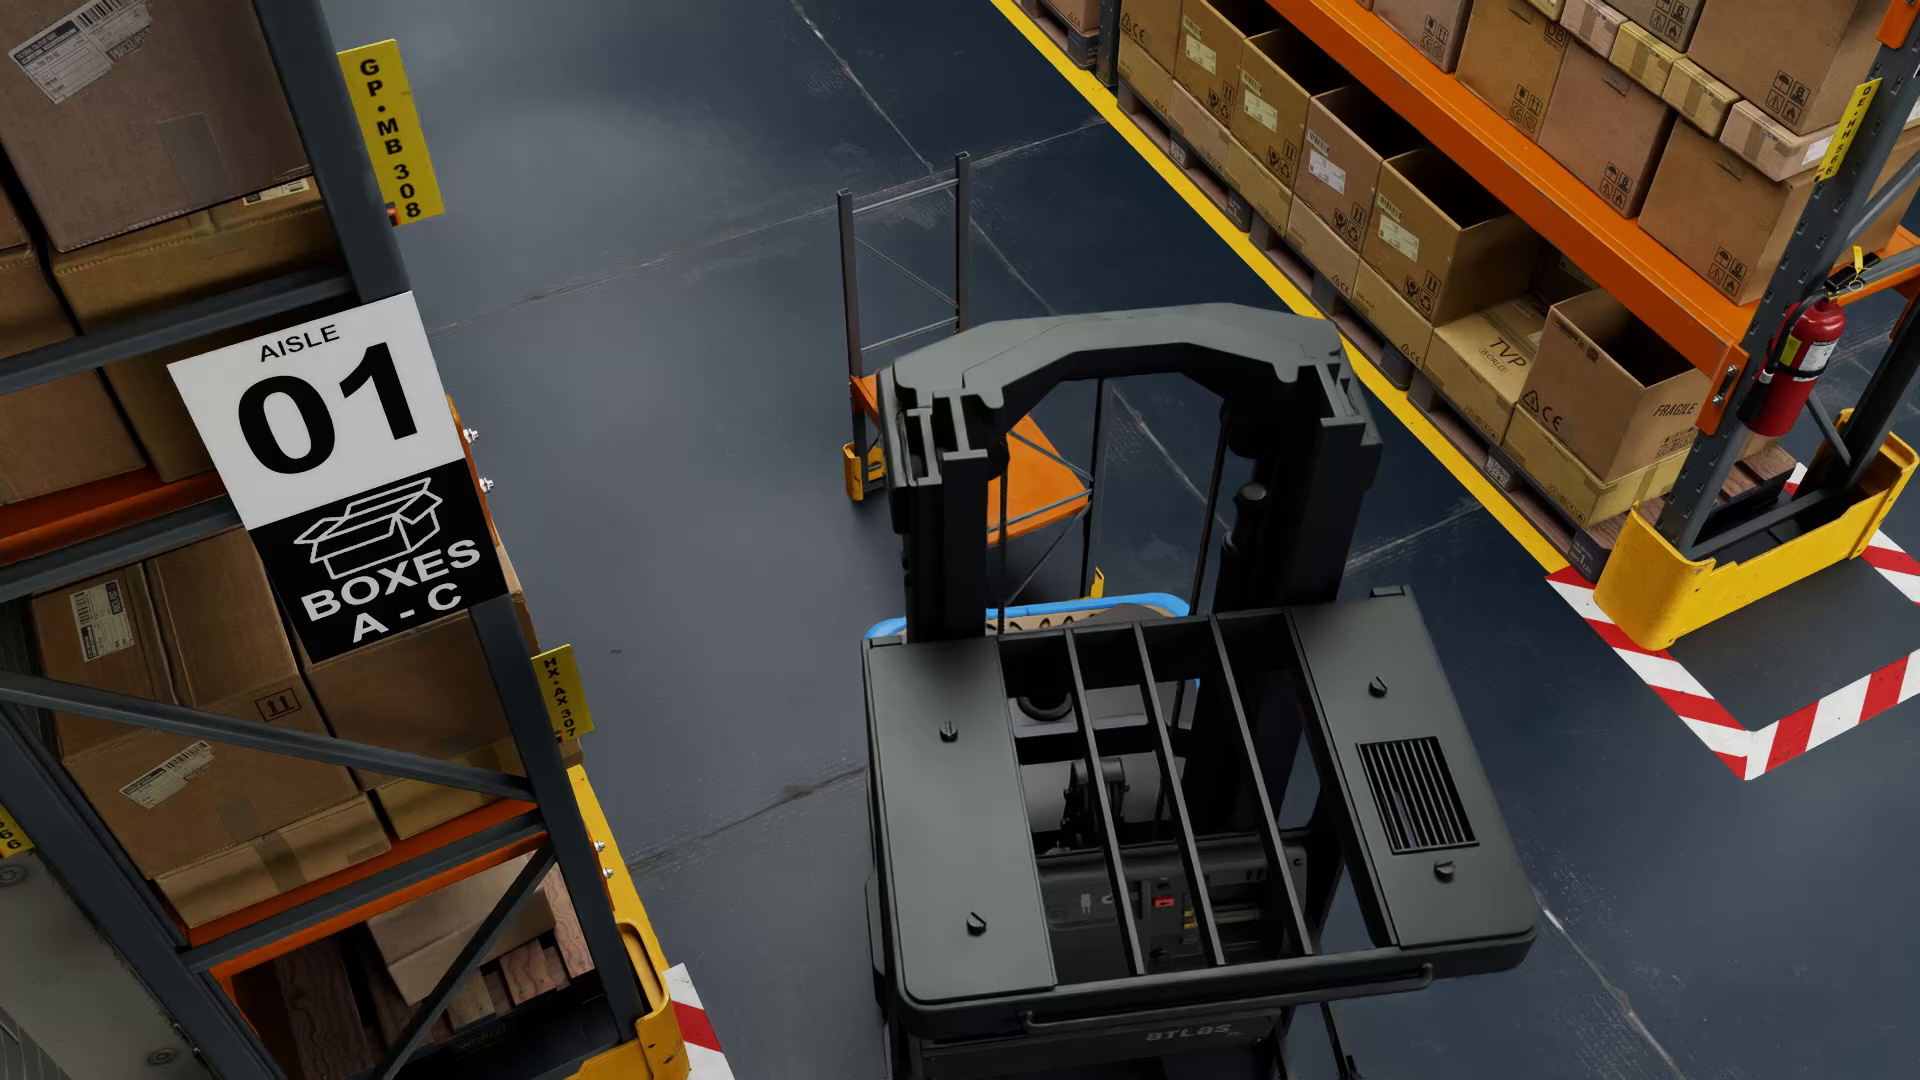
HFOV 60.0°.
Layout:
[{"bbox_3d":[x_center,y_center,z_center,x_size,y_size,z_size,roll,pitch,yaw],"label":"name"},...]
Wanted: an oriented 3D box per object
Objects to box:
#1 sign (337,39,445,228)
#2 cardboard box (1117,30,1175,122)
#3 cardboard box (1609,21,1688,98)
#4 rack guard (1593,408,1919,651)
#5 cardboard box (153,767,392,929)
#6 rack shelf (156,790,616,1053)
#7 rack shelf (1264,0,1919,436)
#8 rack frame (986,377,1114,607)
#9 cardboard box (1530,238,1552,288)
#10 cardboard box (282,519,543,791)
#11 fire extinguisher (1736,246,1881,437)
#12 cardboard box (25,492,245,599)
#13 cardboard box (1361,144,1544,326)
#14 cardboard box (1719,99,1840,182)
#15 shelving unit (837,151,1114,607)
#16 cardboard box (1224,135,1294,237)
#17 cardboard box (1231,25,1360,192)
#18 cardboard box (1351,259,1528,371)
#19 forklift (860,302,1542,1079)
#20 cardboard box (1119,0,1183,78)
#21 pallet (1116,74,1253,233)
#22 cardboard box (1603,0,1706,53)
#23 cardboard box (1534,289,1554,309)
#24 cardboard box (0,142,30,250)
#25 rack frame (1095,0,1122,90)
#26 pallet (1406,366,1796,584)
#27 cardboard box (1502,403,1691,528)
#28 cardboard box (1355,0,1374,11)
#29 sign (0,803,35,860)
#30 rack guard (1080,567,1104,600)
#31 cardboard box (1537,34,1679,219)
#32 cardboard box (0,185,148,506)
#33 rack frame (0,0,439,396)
[{"bbox_3d":[-0.902,-0.637,2.633,0.100,0.325,0.005,-21,52,-18],"label":"sign"},{"bbox_3d":[1.130,-2.379,8.278,0.500,0.250,0.500,-21,52,-18],"label":"cardboard box"},{"bbox_3d":[2.436,-1.666,5.609,0.380,0.149,0.250,-22,52,-18],"label":"cardboard box"},{"bbox_3d":[3.029,-0.044,6.349,1.175,0.500,0.348,-21,52,-18],"label":"rack guard"},{"bbox_3d":[-1.771,0.622,4.192,0.500,0.250,0.500,-20,52,-17],"label":"cardboard box"},{"bbox_3d":[-2.300,-0.276,5.369,1.077,0.370,4.000,-21,52,-18],"label":"rack shelf"},{"bbox_3d":[2.103,-1.985,6.864,1.077,0.370,4.000,-21,52,-18],"label":"rack shelf"},{"bbox_3d":[0.272,-0.096,5.731,0.500,1.500,0.032,-21,52,-18],"label":"rack frame"},{"bbox_3d":[2.500,-1.463,6.979,0.500,0.500,0.500,-21,52,-18],"label":"cardboard box"},{"bbox_3d":[-1.336,0.198,4.065,0.500,0.500,0.500,-21,52,-17],"label":"cardboard box"},{"bbox_3d":[2.659,-0.619,5.242,0.296,0.674,0.183,-21,52,-18],"label":"fire extinguisher"},{"bbox_3d":[-2.011,0.039,4.204,0.500,0.500,0.500,-21,52,-17],"label":"cardboard box"},{"bbox_3d":[2.037,-1.284,6.822,0.500,0.500,0.500,-21,52,-18],"label":"cardboard box"},{"bbox_3d":[2.674,-1.320,5.307,0.380,0.149,0.250,-22,52,-18],"label":"cardboard box"},{"bbox_3d":[0.035,-0.443,6.033,0.587,1.500,1.083,-21,52,-18],"label":"shelving unit"},{"bbox_3d":[1.579,-1.706,7.690,0.500,0.250,0.500,-21,52,-18],"label":"cardboard box"},{"bbox_3d":[1.579,-1.953,7.408,0.500,0.500,0.500,-21,52,-18],"label":"cardboard box"},{"bbox_3d":[2.040,-1.038,7.106,0.500,0.250,0.500,-21,52,-18],"label":"cardboard box"},{"bbox_3d":[0.385,1.042,3.784,1.130,2.935,3.031,-5,49,-5],"label":"forklift"},{"bbox_3d":[1.121,-2.622,7.993,0.500,0.500,0.500,-21,52,-18],"label":"cardboard box"},{"bbox_3d":[1.514,-2.096,8.335,1.003,0.211,1.213,-21,52,-18],"label":"pallet"},{"bbox_3d":[2.546,-2.046,5.511,0.700,0.500,0.500,-22,53,-18],"label":"cardboard box"},{"bbox_3d":[2.738,-0.885,6.972,0.500,0.250,0.500,-21,52,-18],"label":"cardboard box"},{"bbox_3d":[-1.815,-0.729,2.551,0.500,0.500,0.500,-19,52,-16],"label":"cardboard box"},{"bbox_3d":[1.188,-3.561,7.764,1.000,3.000,0.127,-21,52,-18],"label":"rack frame"},{"bbox_3d":[2.631,-0.463,6.907,1.003,0.211,1.213,-21,52,-18],"label":"pallet"},{"bbox_3d":[2.510,-0.374,6.524,0.500,0.250,0.500,-21,52,-18],"label":"cardboard box"},{"bbox_3d":[1.870,-2.611,6.867,0.700,0.500,0.500,-20,52,-17],"label":"cardboard box"},{"bbox_3d":[-1.888,0.518,3.218,0.100,0.325,0.005,-21,52,-18],"label":"sign"},{"bbox_3d":[0.263,0.302,6.212,0.587,0.250,0.087,-21,52,-18],"label":"rack guard"},{"bbox_3d":[2.571,-1.583,5.968,0.700,0.500,0.500,-20,52,-17],"label":"cardboard box"},{"bbox_3d":[-1.801,-0.394,2.922,0.500,0.500,0.500,-18,51,-15],"label":"cardboard box"},{"bbox_3d":[-1.385,-1.150,1.670,1.000,3.000,0.127,-21,52,-18],"label":"rack frame"}]
